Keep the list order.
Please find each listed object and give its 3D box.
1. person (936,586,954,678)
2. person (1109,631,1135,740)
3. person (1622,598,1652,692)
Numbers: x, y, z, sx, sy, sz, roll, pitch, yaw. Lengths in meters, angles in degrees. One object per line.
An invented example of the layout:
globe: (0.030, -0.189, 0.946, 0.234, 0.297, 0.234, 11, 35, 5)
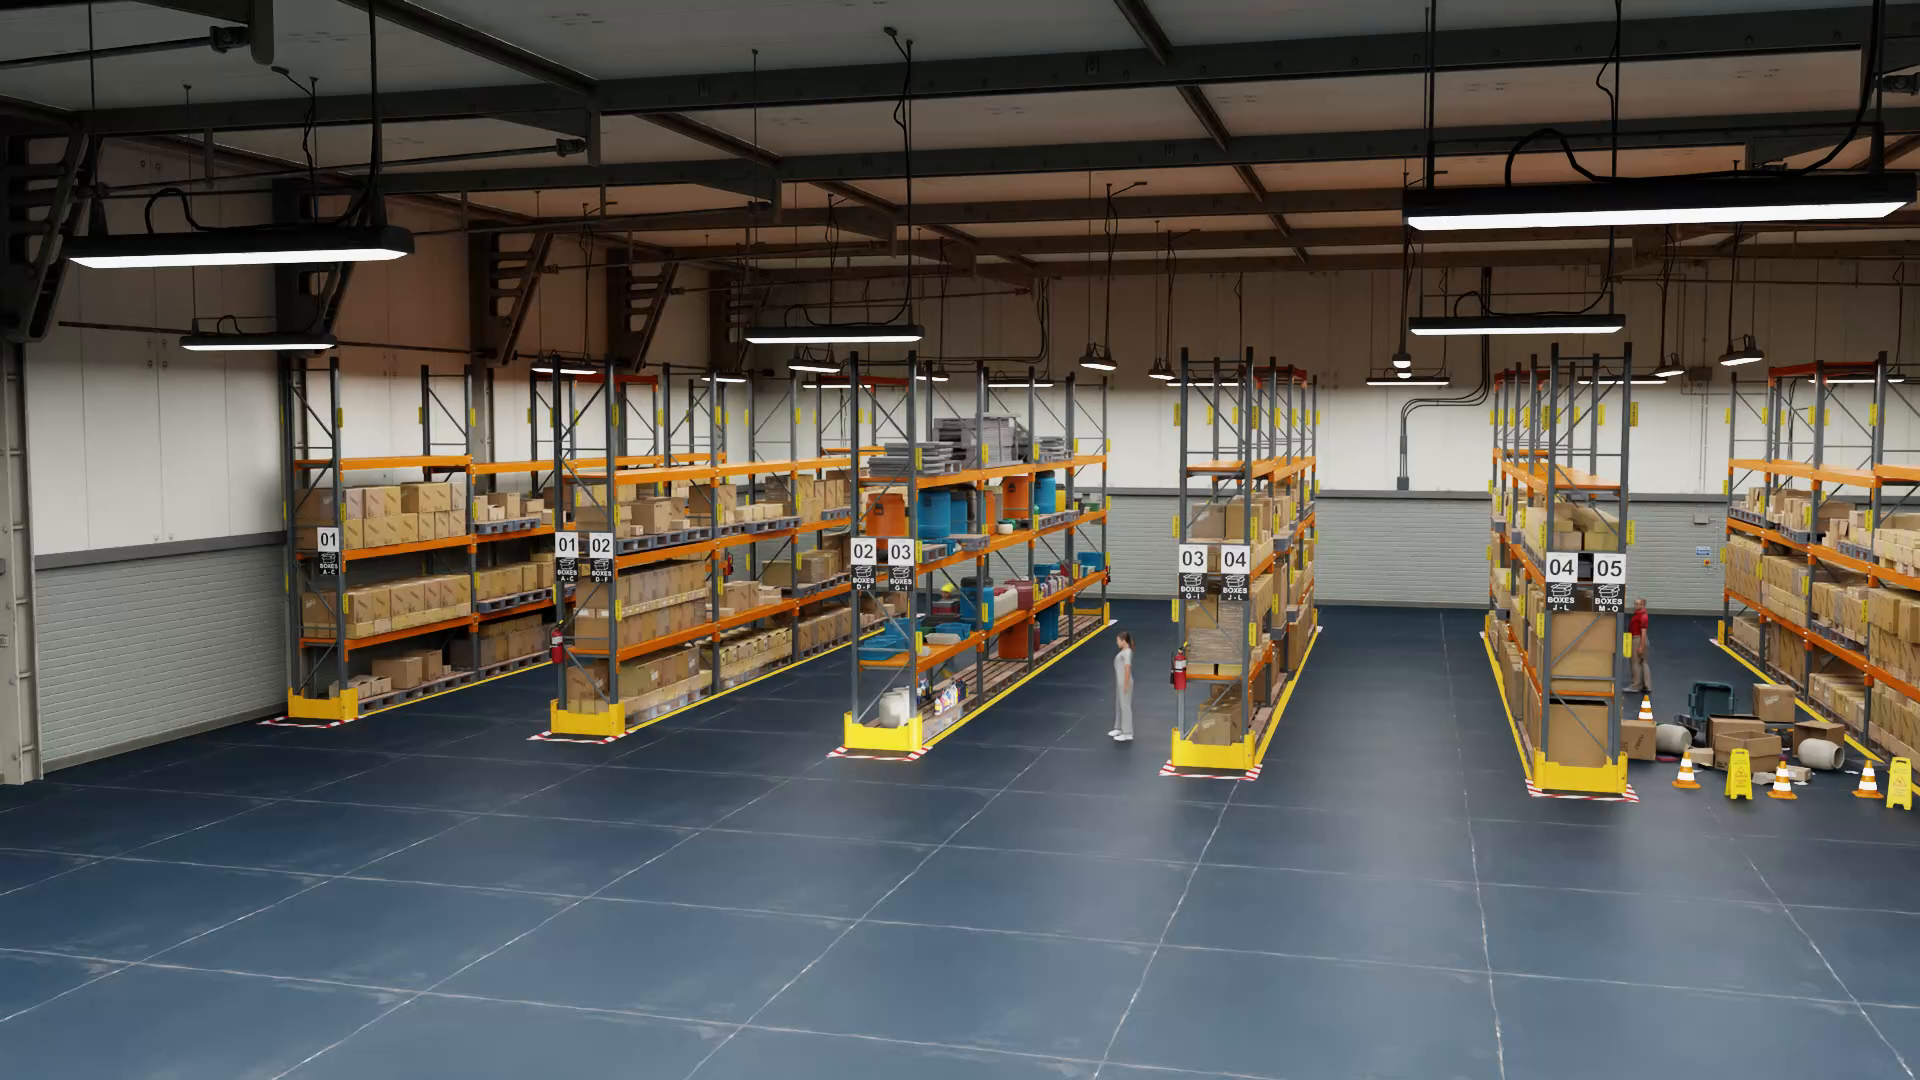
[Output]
person: (-0.246, 1.757, 32.070, 0.701, 1.766, 0.445, 3, 5, 37)
person: (2.540, 2.256, 25.971, 0.410, 1.678, 0.519, 0, 4, -3)
person: (12.415, 1.914, 30.433, 0.476, 1.726, 0.563, 3, 5, 39)
